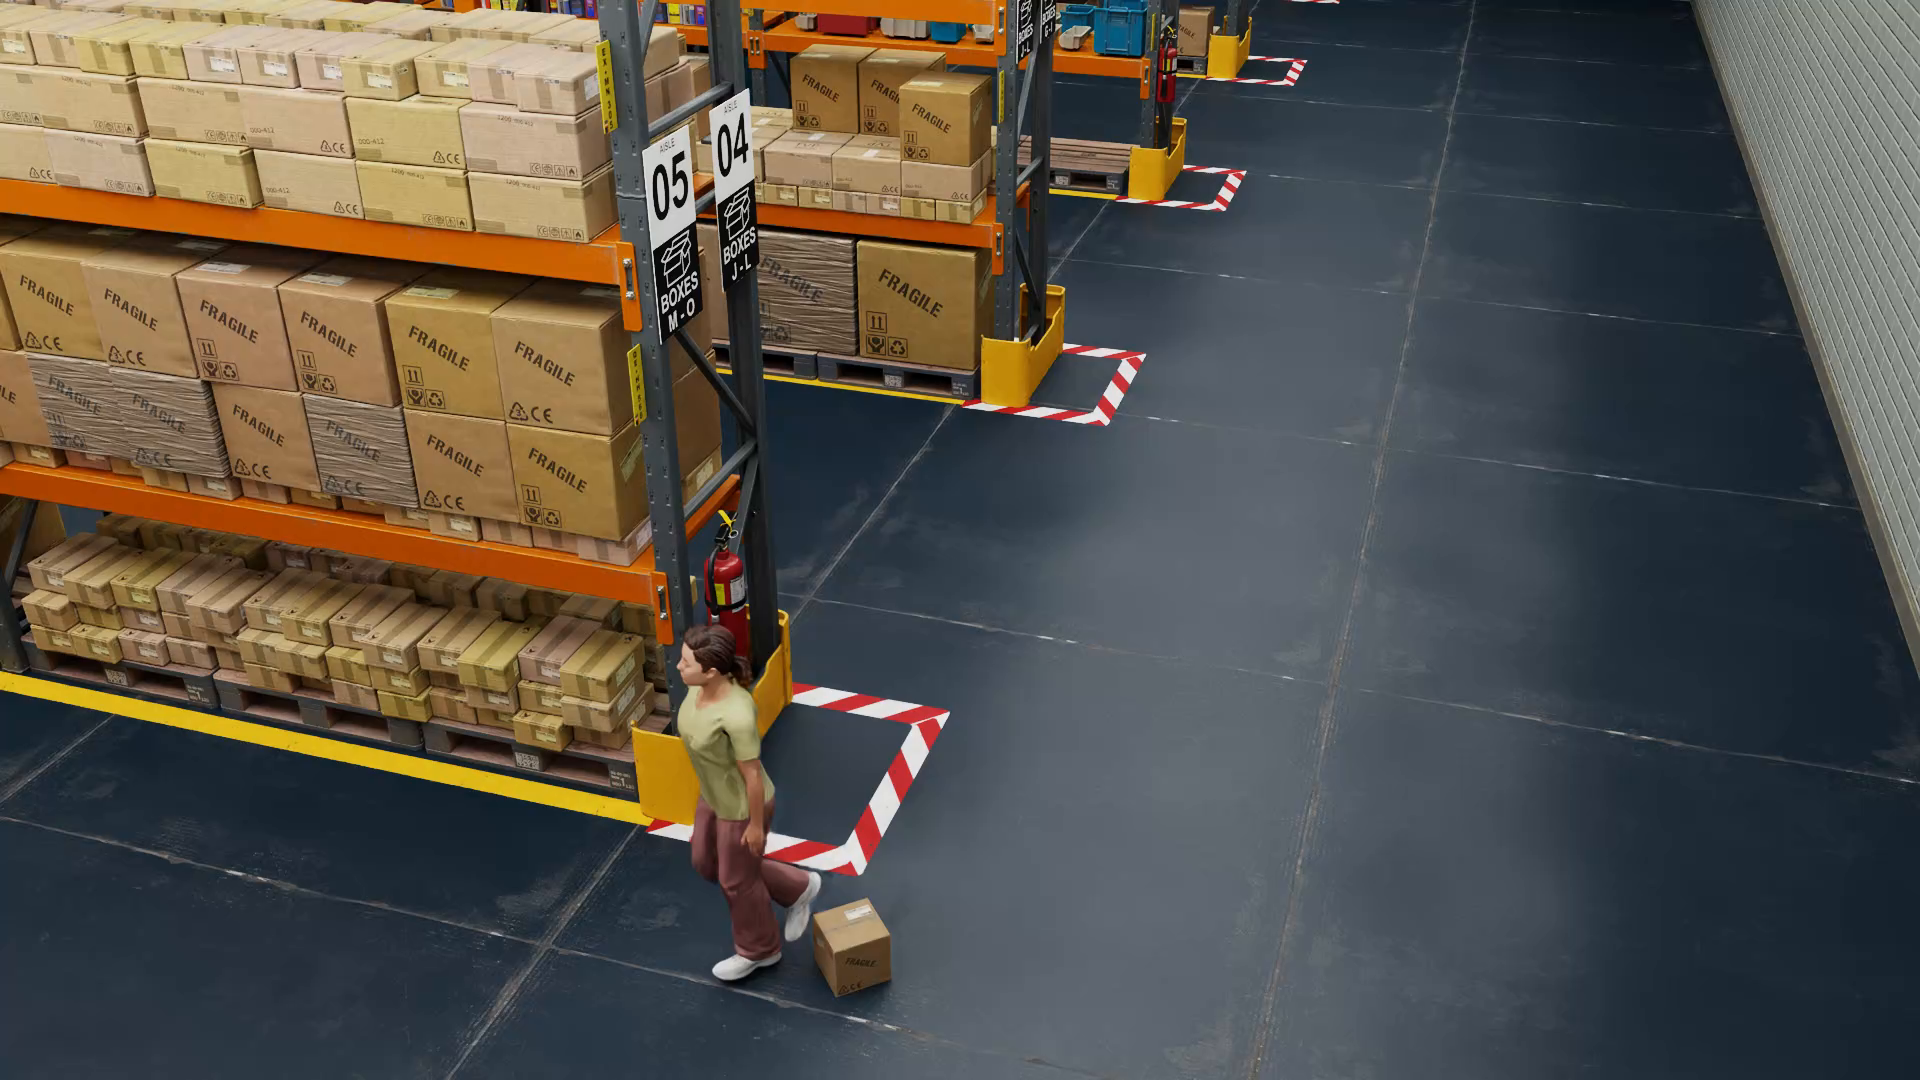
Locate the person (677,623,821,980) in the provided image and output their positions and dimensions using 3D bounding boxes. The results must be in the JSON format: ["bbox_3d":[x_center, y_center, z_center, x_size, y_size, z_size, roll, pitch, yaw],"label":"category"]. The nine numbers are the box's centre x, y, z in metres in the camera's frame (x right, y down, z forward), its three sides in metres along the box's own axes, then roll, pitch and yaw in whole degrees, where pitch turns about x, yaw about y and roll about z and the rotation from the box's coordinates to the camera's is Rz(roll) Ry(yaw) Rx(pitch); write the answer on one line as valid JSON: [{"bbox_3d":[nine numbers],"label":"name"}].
[{"bbox_3d":[-0.831,1.010,6.673,0.530,1.652,0.480,-15,33,-25],"label":"person"}]
